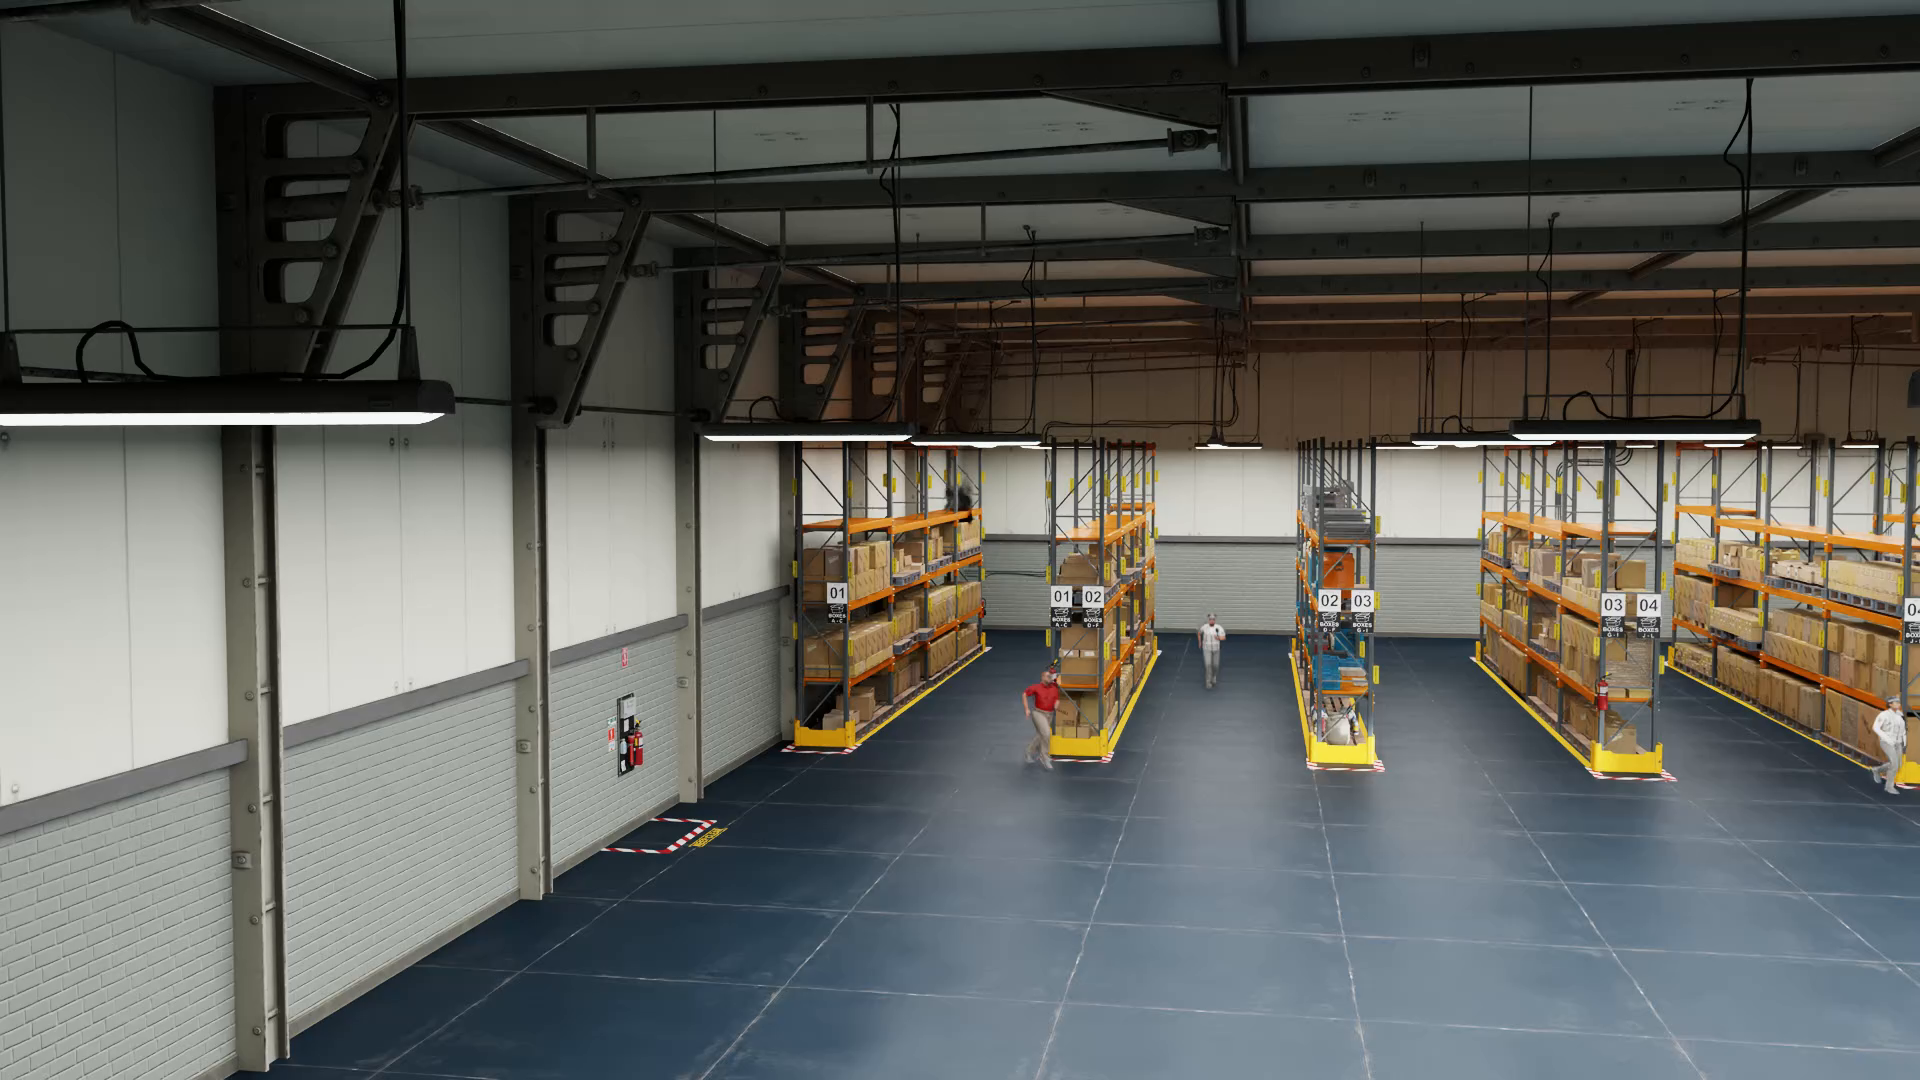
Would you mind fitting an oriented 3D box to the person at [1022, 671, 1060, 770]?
[{"bbox_3d":[1.560,3.262,30.325,0.664,1.730,0.808,-3,4,-40],"label":"person"}]

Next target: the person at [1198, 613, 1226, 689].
[{"bbox_3d":[6.131,2.671,40.493,0.658,1.782,0.955,0,3,4],"label":"person"}]

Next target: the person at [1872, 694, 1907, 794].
[{"bbox_3d":[15.707,3.422,28.112,0.646,1.661,0.578,-1,3,-18],"label":"person"}]

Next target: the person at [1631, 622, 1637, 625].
[{"bbox_3d":[17.748,2.638,44.249,0.628,1.519,0.481,1,3,23],"label":"person"}]
